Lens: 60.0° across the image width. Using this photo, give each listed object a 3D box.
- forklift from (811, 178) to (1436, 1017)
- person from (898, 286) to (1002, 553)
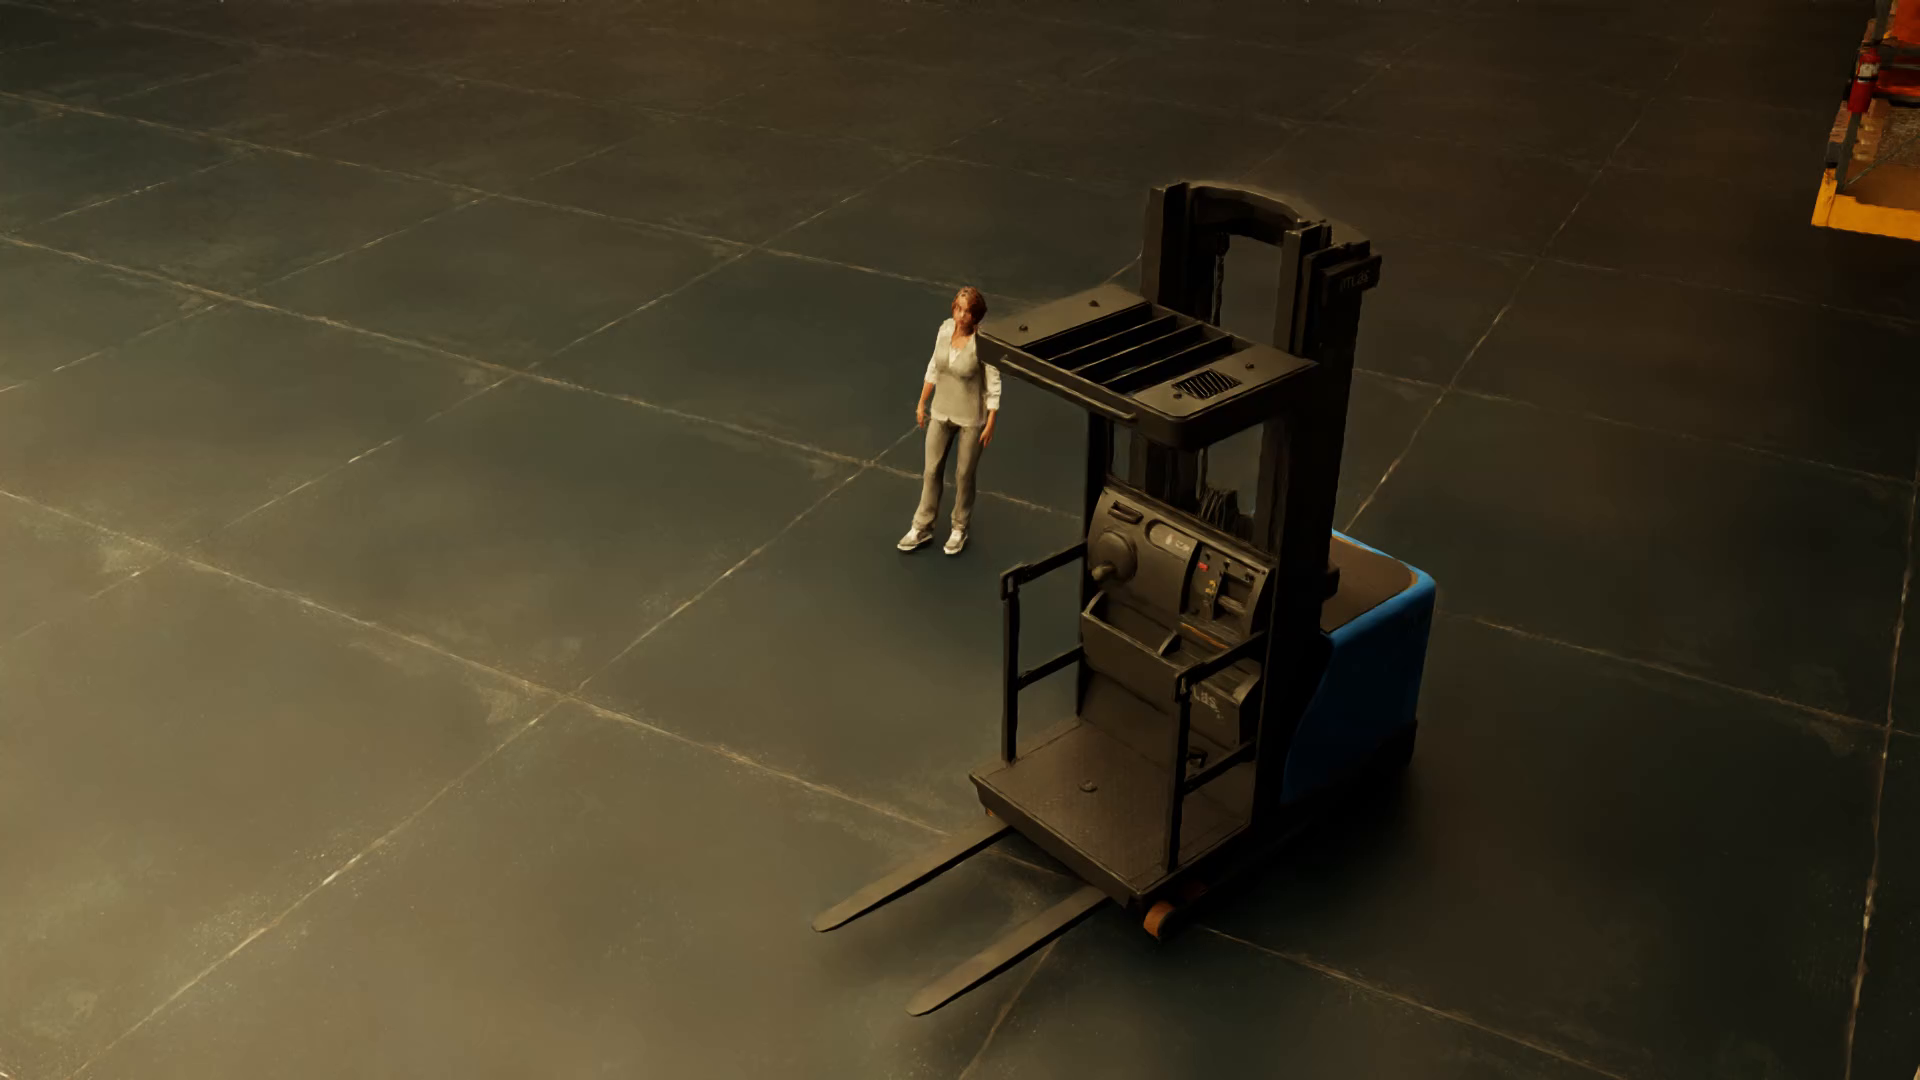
[{"bbox_3d":[0.746,0.131,6.844,3.031,2.935,1.130,-24,37,-35],"label":"forklift"},{"bbox_3d":[-0.048,-0.669,9.550,0.521,1.597,0.474,15,33,25],"label":"person"}]
